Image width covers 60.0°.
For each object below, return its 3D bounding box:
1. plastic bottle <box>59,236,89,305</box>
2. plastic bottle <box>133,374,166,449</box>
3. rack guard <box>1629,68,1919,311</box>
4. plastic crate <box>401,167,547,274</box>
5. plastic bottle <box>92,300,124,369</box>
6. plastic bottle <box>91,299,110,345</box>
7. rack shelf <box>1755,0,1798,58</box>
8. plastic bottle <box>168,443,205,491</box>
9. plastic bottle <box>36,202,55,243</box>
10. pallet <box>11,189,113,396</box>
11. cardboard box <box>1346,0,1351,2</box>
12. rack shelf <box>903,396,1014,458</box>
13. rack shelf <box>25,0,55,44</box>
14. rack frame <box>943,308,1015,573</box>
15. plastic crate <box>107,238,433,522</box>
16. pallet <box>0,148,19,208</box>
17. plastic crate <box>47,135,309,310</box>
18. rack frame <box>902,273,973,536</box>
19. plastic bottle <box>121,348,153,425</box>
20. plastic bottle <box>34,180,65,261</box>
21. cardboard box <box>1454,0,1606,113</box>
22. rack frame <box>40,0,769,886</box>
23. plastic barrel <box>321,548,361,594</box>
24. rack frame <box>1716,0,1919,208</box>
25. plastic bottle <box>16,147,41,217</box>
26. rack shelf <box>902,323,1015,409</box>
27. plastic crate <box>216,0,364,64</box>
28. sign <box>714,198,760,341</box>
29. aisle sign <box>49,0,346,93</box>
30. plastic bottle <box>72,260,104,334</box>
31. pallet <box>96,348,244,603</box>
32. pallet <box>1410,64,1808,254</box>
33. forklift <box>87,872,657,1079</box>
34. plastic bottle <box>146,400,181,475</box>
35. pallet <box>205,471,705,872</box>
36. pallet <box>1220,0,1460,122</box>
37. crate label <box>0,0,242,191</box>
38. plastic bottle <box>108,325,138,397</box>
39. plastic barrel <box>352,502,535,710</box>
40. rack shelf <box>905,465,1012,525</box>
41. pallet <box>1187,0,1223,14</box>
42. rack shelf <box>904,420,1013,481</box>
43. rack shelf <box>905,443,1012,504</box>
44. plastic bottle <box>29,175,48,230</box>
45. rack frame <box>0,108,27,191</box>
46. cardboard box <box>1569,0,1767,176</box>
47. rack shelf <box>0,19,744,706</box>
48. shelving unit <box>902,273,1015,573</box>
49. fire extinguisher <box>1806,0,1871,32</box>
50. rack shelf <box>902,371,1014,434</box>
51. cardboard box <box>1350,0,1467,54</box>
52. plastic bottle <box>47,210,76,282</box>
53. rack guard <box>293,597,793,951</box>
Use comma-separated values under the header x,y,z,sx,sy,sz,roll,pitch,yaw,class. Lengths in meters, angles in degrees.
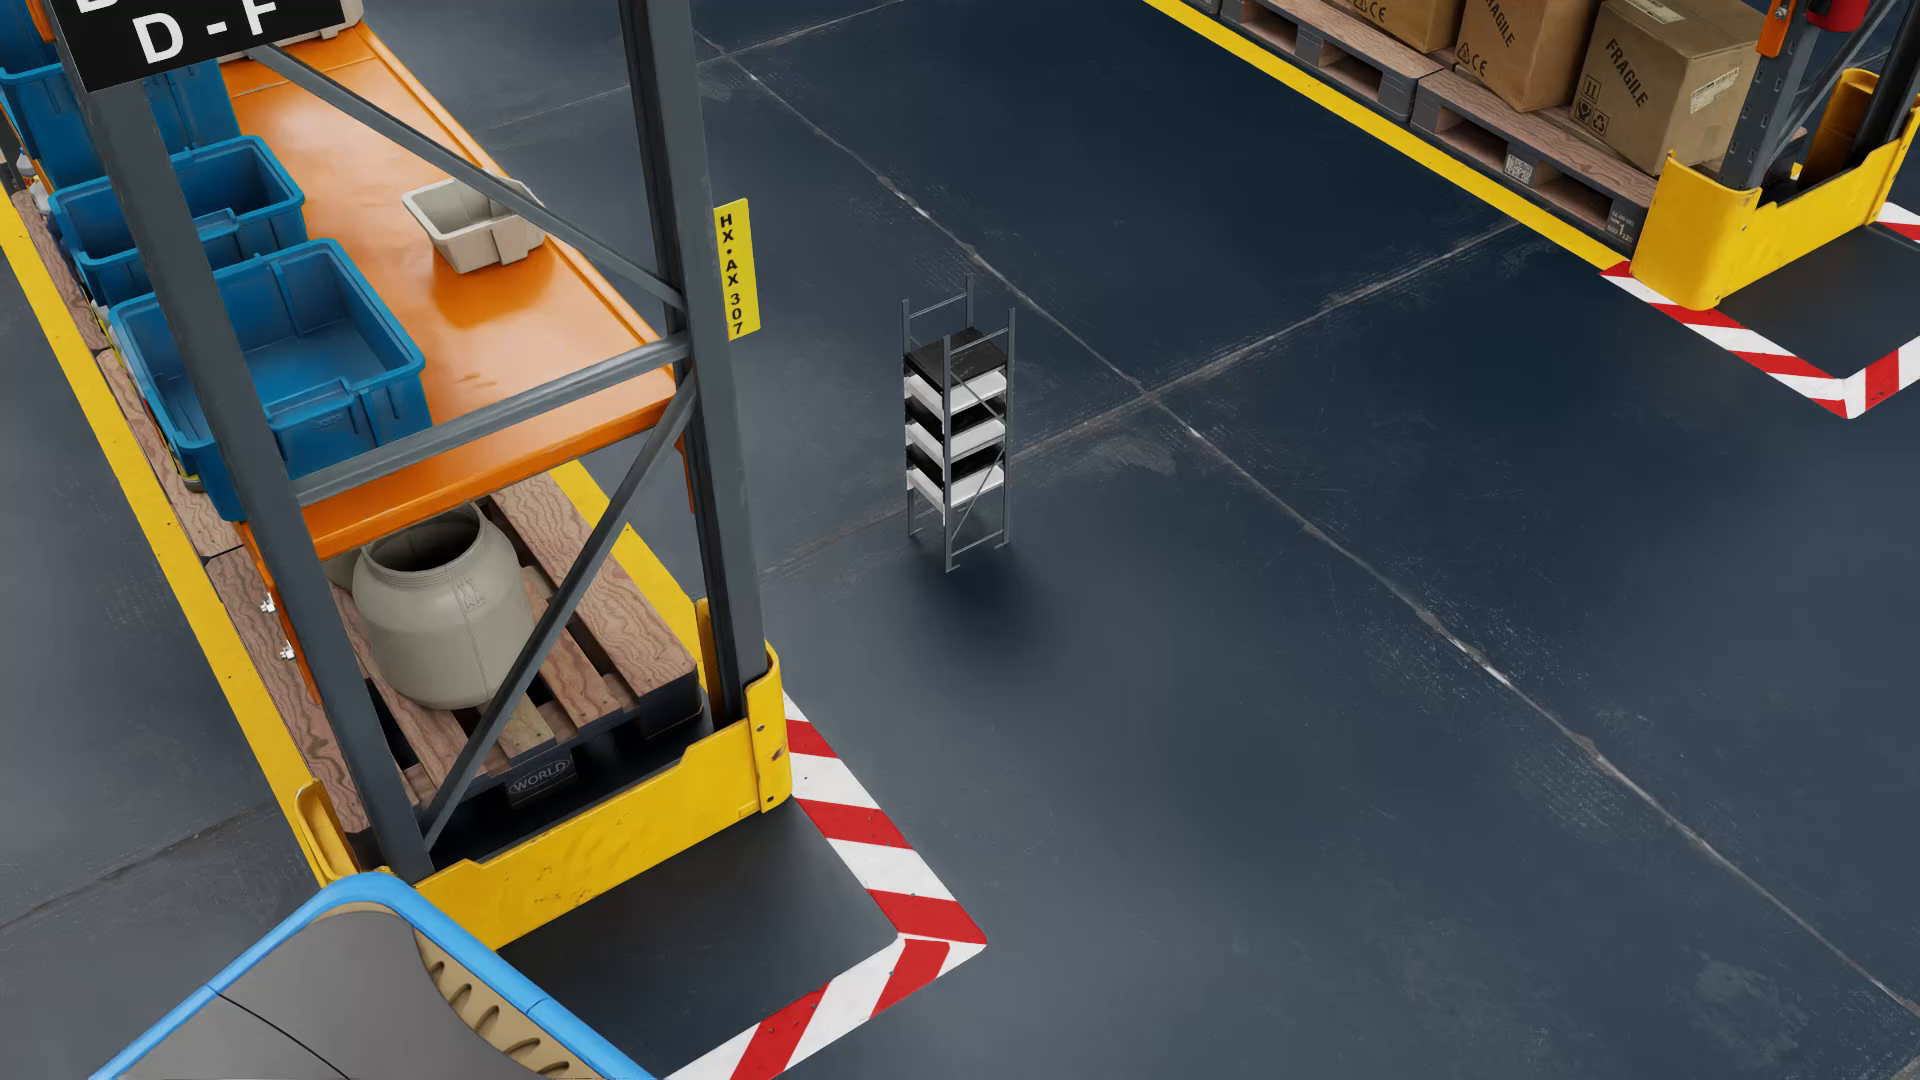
x,y,z,sx,sy,sz,roll,pitch,yaw,class
-2.986,-0.979,5.703,0.144,0.351,0.185,-28,50,-26,plastic bottle
-2.459,-0.435,5.187,0.152,0.276,0.135,-25,49,-24,plastic bottle
3.092,-1.336,6.288,1.175,0.500,0.348,-26,49,-24,rack guard
-1.175,-0.779,4.085,0.298,0.136,0.250,-26,49,-24,plastic crate
-2.743,-0.738,5.451,0.144,0.351,0.185,-26,49,-25,plastic bottle
-2.843,-0.755,5.577,0.097,0.201,0.097,0,44,0,plastic bottle
1.991,-3.070,6.814,1.077,0.370,4.000,-26,49,-24,rack shelf
-2.337,-0.255,5.052,0.097,0.201,0.097,0,44,0,plastic bottle
-3.276,-1.184,6.026,0.097,0.201,0.097,0,44,0,plastic bottle
-2.865,-1.101,6.250,1.003,0.211,1.213,-26,49,-24,pallet
1.797,-2.826,7.544,0.500,0.500,0.500,-30,51,-28,cardboard box
-0.005,-0.371,4.905,0.258,0.077,0.200,-26,49,-24,rack shelf
-2.071,-2.198,3.729,1.077,0.370,4.000,-26,49,-24,rack shelf
0.054,-0.273,4.884,0.240,0.900,0.006,-26,49,-24,rack frame
-1.459,-0.352,3.554,0.499,0.251,0.616,-26,49,-24,plastic crate
-3.696,-1.927,7.116,1.003,0.211,1.213,-26,49,-24,pallet
-1.825,-0.722,3.942,0.499,0.251,0.408,-26,49,-24,plastic crate
-0.063,-0.388,5.004,0.240,0.900,0.006,-26,49,-24,rack frame
-2.538,-0.514,5.270,0.152,0.276,0.135,-27,50,-25,plastic bottle
-3.185,-1.154,5.941,0.152,0.276,0.135,-24,49,-23,plastic bottle
2.422,-2.130,6.815,0.500,0.500,0.500,-14,45,-14,cardboard box
-0.927,-0.241,3.330,1.000,3.000,0.127,-26,49,-24,rack frame
-1.653,-0.119,4.700,0.421,0.512,0.421,0,44,0,plastic barrel
3.136,-2.197,5.379,1.000,3.000,0.127,-26,49,-24,rack frame
-3.392,-1.325,6.123,0.097,0.271,0.097,0,44,0,plastic bottle
-0.005,-0.501,4.781,0.258,0.077,0.200,-26,49,-24,rack shelf
-2.079,-1.591,4.935,0.530,0.136,0.437,-26,49,-24,plastic crate
-0.473,-0.556,3.459,0.100,0.325,0.005,-26,49,-24,sign
-1.129,-1.023,2.266,0.394,0.787,0.004,-26,49,-24,aisle sign
-2.926,-0.845,5.611,0.061,0.283,0.133,-24,48,-23,plastic bottle
-2.163,-0.409,5.526,1.003,0.211,1.213,-26,49,-24,pallet
2.656,-1.706,6.884,1.003,0.211,1.213,-26,49,-24,pallet
-1.618,1.318,1.747,1.130,2.935,3.031,28,50,26,forklift
-2.419,-0.343,5.086,0.061,0.283,0.133,-25,49,-24,plastic bottle
-1.469,0.281,4.802,1.003,0.211,1.213,-26,49,-24,pallet
1.962,-2.396,7.607,1.003,0.211,1.213,-26,49,-24,pallet
-2.202,-1.189,4.298,0.502,0.435,0.616,-26,49,-24,crate label
-2.636,-0.633,5.341,0.144,0.351,0.185,-24,49,-23,plastic bottle
-1.366,0.165,4.403,0.421,0.512,0.421,0,44,0,plastic barrel
-0.005,-0.176,5.091,0.258,0.077,0.200,-26,49,-24,rack shelf
1.260,-3.088,8.331,1.003,0.211,1.213,-26,49,-24,pallet
-0.005,-0.306,4.967,0.258,0.077,0.200,-26,49,-24,rack shelf
-0.005,-0.241,5.029,0.258,0.077,0.200,-26,49,-24,rack shelf
-3.334,-1.242,6.086,0.097,0.201,0.097,0,44,0,plastic bottle
-3.215,-2.506,5.703,1.000,3.000,0.127,-26,49,-24,rack frame
2.792,-1.805,6.475,0.500,0.500,0.500,-17,46,-17,cardboard box
-2.071,-1.113,4.765,1.077,0.370,4.000,-26,49,-24,rack shelf
-0.005,-0.330,4.944,0.258,0.900,0.210,-26,49,-24,shelving unit
2.823,-1.922,5.147,0.296,0.674,0.183,-26,49,-24,fire extinguisher
-0.005,-0.436,4.843,0.258,0.077,0.200,-26,49,-24,rack shelf
2.079,-2.492,7.195,0.500,0.500,0.500,-21,48,-21,cardboard box
-3.094,-1.086,5.815,0.144,0.351,0.185,-24,49,-23,plastic bottle
-1.009,0.639,4.219,1.175,0.500,0.348,-26,49,-24,rack guard
